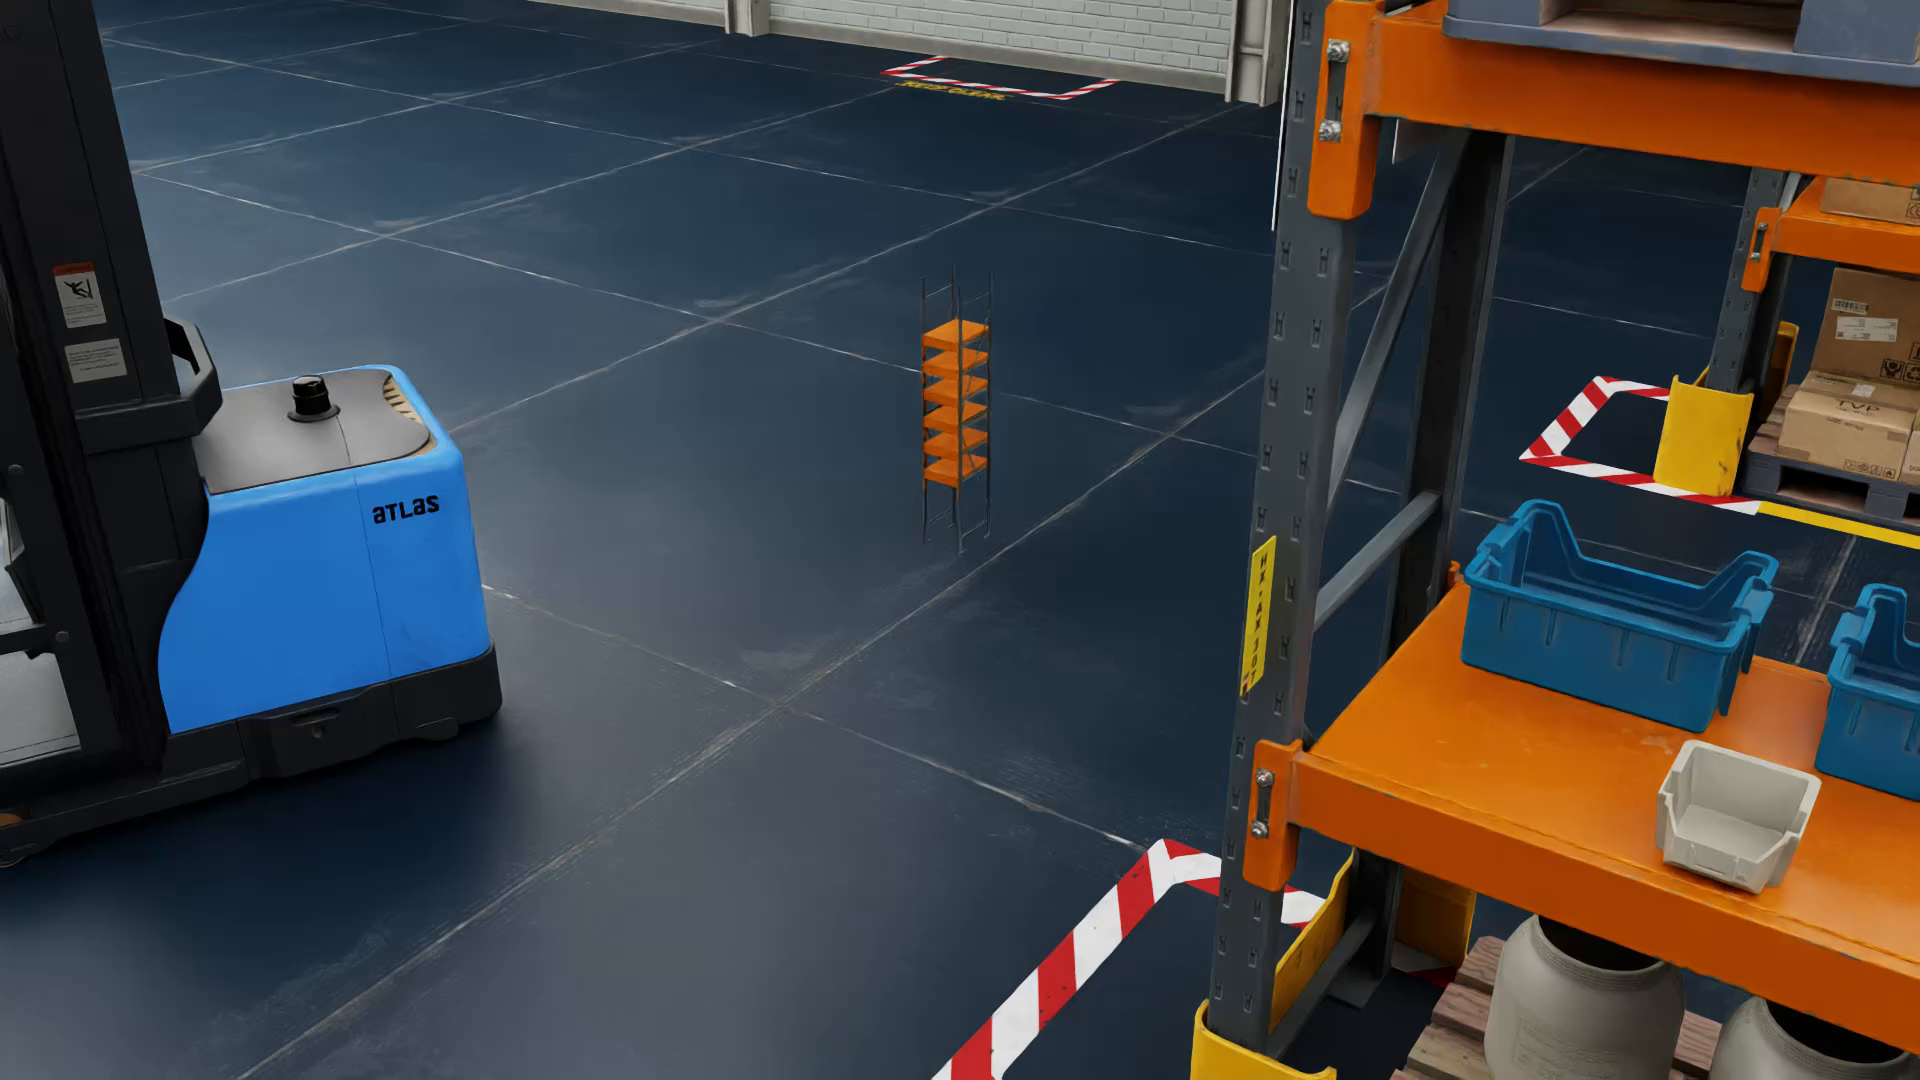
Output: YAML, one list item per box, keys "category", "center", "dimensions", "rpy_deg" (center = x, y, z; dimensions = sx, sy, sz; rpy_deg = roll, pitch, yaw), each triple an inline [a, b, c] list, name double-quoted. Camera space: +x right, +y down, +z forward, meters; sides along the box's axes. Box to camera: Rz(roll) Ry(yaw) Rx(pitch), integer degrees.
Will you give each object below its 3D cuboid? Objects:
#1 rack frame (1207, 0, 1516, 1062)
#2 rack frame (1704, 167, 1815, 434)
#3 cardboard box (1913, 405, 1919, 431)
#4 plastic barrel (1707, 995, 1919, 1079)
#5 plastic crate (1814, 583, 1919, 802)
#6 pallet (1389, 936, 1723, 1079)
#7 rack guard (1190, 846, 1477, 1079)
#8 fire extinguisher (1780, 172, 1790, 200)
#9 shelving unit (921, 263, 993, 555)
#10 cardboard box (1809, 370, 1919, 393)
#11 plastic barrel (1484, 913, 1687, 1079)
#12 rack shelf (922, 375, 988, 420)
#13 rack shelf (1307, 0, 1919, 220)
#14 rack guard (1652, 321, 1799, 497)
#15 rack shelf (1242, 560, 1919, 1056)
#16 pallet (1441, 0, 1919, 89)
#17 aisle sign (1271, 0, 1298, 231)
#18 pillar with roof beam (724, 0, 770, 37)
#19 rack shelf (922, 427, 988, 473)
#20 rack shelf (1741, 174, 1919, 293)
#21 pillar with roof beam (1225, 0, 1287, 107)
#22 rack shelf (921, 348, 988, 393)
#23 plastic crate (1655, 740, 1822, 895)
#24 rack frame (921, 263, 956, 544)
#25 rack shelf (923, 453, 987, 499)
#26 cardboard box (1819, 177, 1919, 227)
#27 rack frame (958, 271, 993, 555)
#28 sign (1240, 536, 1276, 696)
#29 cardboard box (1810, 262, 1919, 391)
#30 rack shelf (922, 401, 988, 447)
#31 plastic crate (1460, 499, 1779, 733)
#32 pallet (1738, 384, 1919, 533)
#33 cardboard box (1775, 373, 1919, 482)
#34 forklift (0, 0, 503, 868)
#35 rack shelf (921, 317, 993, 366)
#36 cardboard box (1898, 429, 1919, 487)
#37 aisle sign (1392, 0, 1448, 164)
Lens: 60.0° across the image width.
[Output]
- category: "rack frame"
  center: [0.913, 0.073, 3.799]
  dimensions: [0.127, 3.000, 1.000]
  rpy_deg: [17, 32, 30]
- category: "rack frame"
  center: [3.720, -1.778, 7.436]
  dimensions: [0.127, 3.000, 1.000]
  rpy_deg: [17, 32, 30]
- category: "cardboard box"
  center: [4.449, -0.725, 7.110]
  dimensions: [0.500, 0.500, 0.500]
  rpy_deg: [17, 32, 30]
- category: "plastic barrel"
  center: [1.911, 1.264, 3.739]
  dimensions: [0.421, 0.512, 0.421]
  rpy_deg: [0, 27, 0]
- category: "plastic crate"
  center: [2.027, 0.325, 3.468]
  dimensions: [0.408, 0.251, 0.499]
  rpy_deg: [17, 32, 30]
- category: "pallet"
  center: [1.668, 1.528, 4.014]
  dimensions: [1.213, 0.211, 1.003]
  rpy_deg: [17, 32, 30]
- category: "rack guard"
  center: [1.002, 1.189, 4.362]
  dimensions: [0.348, 0.500, 1.175]
  rpy_deg: [17, 32, 30]
- category: "fire extinguisher"
  center: [3.886, -1.947, 7.855]
  dimensions: [0.183, 0.674, 0.296]
  rpy_deg: [17, 32, 30]
- category: "shelving unit"
  center: [-0.012, -0.538, 6.985]
  dimensions: [0.189, 1.200, 0.258]
  rpy_deg: [17, 32, 30]
- category: "cardboard box"
  center: [4.329, -0.712, 7.911]
  dimensions: [0.500, 0.250, 0.500]
  rpy_deg: [17, 32, 30]
- category: "plastic barrel"
  center: [1.498, 1.135, 3.992]
  dimensions: [0.421, 0.512, 0.421]
  rpy_deg: [0, 27, 0]
- category: "rack shelf"
  center: [-0.012, -0.606, 6.951]
  dimensions: [0.180, 0.103, 0.258]
  rpy_deg: [17, 32, 30]
- category: "rack shelf"
  center: [2.561, -0.430, 2.273]
  dimensions: [4.000, 0.370, 1.077]
  rpy_deg: [17, 32, 30]
- category: "rack guard"
  center: [3.700, -0.670, 8.015]
  dimensions: [0.348, 0.500, 1.175]
  rpy_deg: [17, 32, 30]
- category: "rack shelf"
  center: [2.561, 0.907, 2.953]
  dimensions: [4.000, 0.370, 1.077]
  rpy_deg: [17, 32, 30]
- category: "pallet"
  center: [1.539, -0.931, 2.672]
  dimensions: [1.213, 0.211, 1.003]
  rpy_deg: [17, 32, 30]
- category: "aisle sign"
  center: [0.687, -0.994, 3.031]
  dimensions: [0.004, 0.787, 0.394]
  rpy_deg: [17, 32, 30]
- category: "pillar with roof beam"
  center: [-4.740, -7.920, 12.891]
  dimensions: [0.400, 9.000, 9.100]
  rpy_deg: [17, 32, 30]
- category: "rack shelf"
  center: [-0.012, -0.392, 7.060]
  dimensions: [0.180, 0.103, 0.258]
  rpy_deg: [17, 32, 30]
- category: "rack shelf"
  center: [5.369, -0.944, 6.590]
  dimensions: [4.000, 0.370, 1.077]
  rpy_deg: [17, 32, 30]
- category: "pillar with roof beam"
  center: [0.205, -6.379, 9.864]
  dimensions: [0.400, 9.000, 9.100]
  rpy_deg: [17, 32, 30]
- category: "rack shelf"
  center: [-0.012, -0.713, 6.896]
  dimensions: [0.180, 0.103, 0.258]
  rpy_deg: [17, 32, 30]
- category: "plastic crate"
  center: [1.468, 0.541, 3.171]
  dimensions: [0.250, 0.136, 0.298]
  rpy_deg: [17, 32, 30]
- category: "rack frame"
  center: [-0.087, -0.562, 7.031]
  dimensions: [0.006, 1.200, 0.240]
  rpy_deg: [17, 32, 30]
- category: "rack shelf"
  center: [-0.012, -0.285, 7.114]
  dimensions: [0.180, 0.103, 0.258]
  rpy_deg: [17, 32, 30]
- category: "cardboard box"
  center: [4.098, -1.698, 7.169]
  dimensions: [0.500, 0.500, 0.700]
  rpy_deg: [17, 32, 30]
- category: "rack frame"
  center: [0.063, -0.515, 6.939]
  dimensions: [0.006, 1.200, 0.240]
  rpy_deg: [17, 32, 30]
- category: "sign"
  center: [0.598, 0.154, 3.335]
  dimensions: [0.005, 0.325, 0.100]
  rpy_deg: [17, 32, 30]
- category: "cardboard box"
  center: [4.331, -1.047, 7.743]
  dimensions: [0.500, 0.500, 0.500]
  rpy_deg: [17, 32, 30]
- category: "rack shelf"
  center: [-0.012, -0.499, 7.005]
  dimensions: [0.180, 0.103, 0.258]
  rpy_deg: [17, 32, 30]
- category: "plastic crate"
  center: [1.495, 0.156, 3.800]
  dimensions: [0.616, 0.251, 0.499]
  rpy_deg: [17, 32, 30]
- category: "pallet"
  center: [4.374, -0.354, 7.714]
  dimensions: [1.213, 0.211, 1.003]
  rpy_deg: [17, 32, 30]
- category: "cardboard box"
  center: [4.036, -0.519, 7.531]
  dimensions: [0.500, 0.250, 0.500]
  rpy_deg: [17, 32, 30]
- category: "forklift"
  center: [-3.175, -0.508, 5.016]
  dimensions: [3.031, 2.935, 1.130]
  rpy_deg: [-14, 30, -26]
- category: "rack shelf"
  center: [-0.012, -0.820, 6.842]
  dimensions: [0.180, 0.103, 0.258]
  rpy_deg: [17, 32, 30]
- category: "cardboard box"
  center: [4.450, -0.392, 7.281]
  dimensions: [0.500, 0.250, 0.500]
  rpy_deg: [17, 32, 30]
- category: "aisle sign"
  center: [1.021, -1.215, 3.464]
  dimensions: [0.004, 0.787, 0.394]
  rpy_deg: [17, 32, 30]
